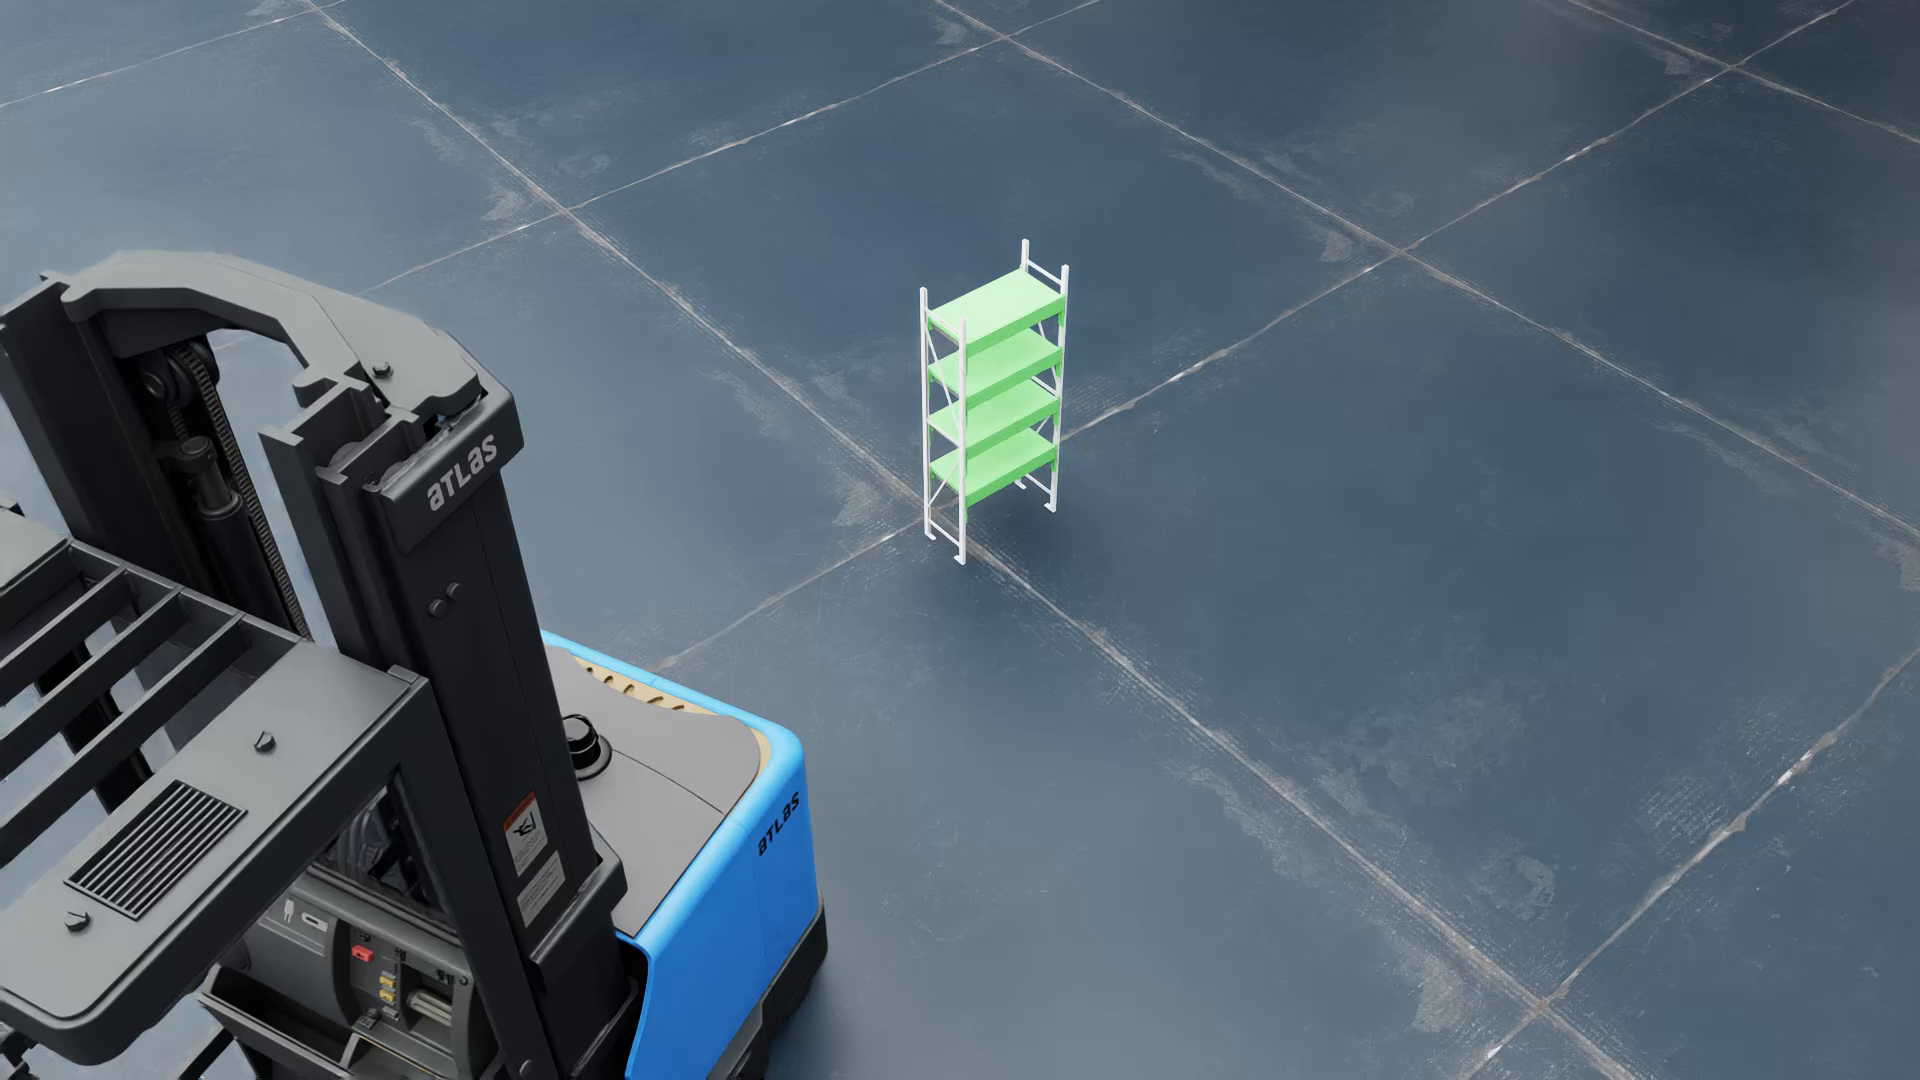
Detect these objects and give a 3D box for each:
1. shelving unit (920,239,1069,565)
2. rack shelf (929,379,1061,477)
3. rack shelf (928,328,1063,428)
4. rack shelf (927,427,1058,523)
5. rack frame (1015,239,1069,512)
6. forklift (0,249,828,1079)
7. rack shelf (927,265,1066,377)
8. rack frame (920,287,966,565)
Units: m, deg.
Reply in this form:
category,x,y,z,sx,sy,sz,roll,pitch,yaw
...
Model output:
category,x,y,z,sx,sy,sz,roll,pitch,yaw
shelving unit,0.127,-0.510,6.417,0.503,1.200,0.258,-30,51,-28
rack shelf,0.127,-0.463,6.460,0.480,0.148,0.258,-30,51,-28
rack shelf,0.127,-0.638,6.296,0.480,0.148,0.258,-30,51,-28
rack shelf,0.127,-0.289,6.625,0.480,0.148,0.258,-30,51,-28
rack frame,0.314,-0.617,6.531,0.015,1.200,0.240,-30,51,-28
forklift,-1.534,1.007,3.537,1.130,2.935,3.031,19,46,19
rack shelf,0.127,-0.813,6.132,0.480,0.148,0.258,-30,51,-28
rack frame,-0.060,-0.403,6.303,0.015,1.200,0.240,-30,51,-28
